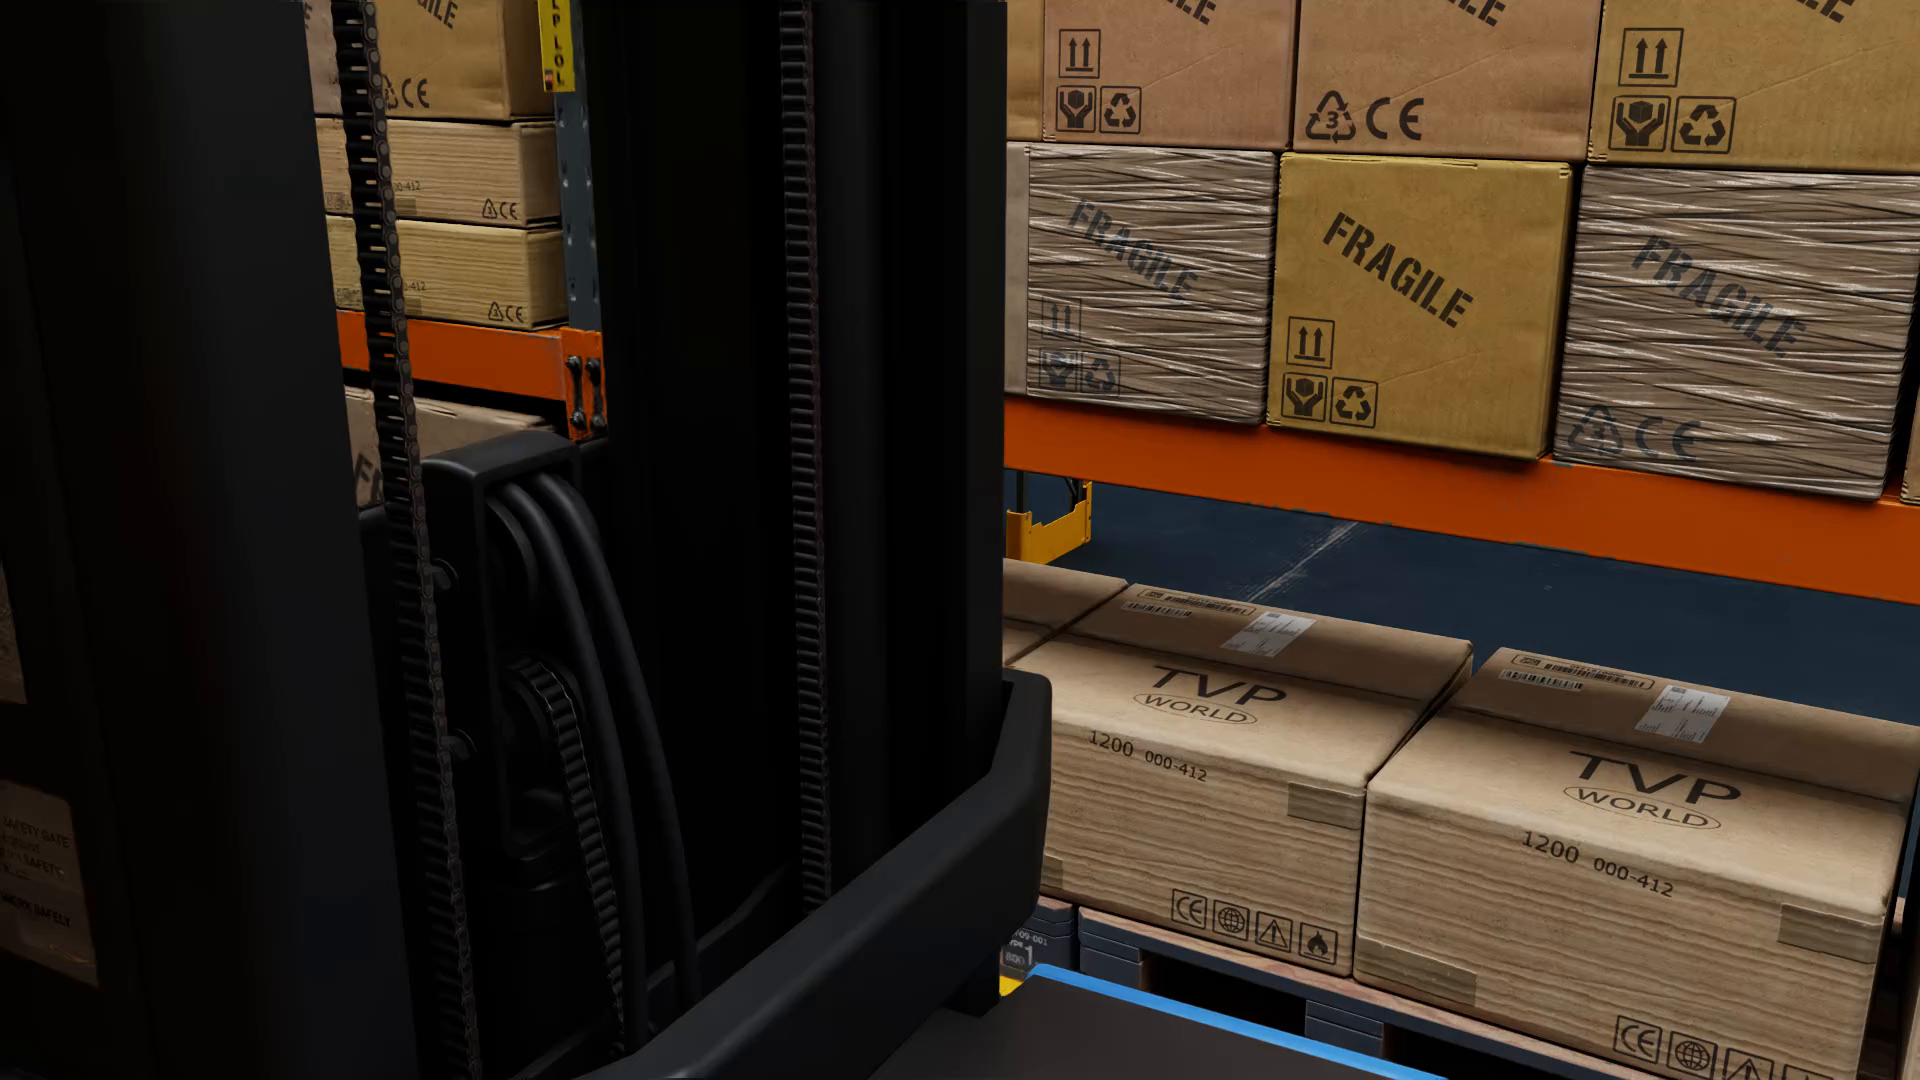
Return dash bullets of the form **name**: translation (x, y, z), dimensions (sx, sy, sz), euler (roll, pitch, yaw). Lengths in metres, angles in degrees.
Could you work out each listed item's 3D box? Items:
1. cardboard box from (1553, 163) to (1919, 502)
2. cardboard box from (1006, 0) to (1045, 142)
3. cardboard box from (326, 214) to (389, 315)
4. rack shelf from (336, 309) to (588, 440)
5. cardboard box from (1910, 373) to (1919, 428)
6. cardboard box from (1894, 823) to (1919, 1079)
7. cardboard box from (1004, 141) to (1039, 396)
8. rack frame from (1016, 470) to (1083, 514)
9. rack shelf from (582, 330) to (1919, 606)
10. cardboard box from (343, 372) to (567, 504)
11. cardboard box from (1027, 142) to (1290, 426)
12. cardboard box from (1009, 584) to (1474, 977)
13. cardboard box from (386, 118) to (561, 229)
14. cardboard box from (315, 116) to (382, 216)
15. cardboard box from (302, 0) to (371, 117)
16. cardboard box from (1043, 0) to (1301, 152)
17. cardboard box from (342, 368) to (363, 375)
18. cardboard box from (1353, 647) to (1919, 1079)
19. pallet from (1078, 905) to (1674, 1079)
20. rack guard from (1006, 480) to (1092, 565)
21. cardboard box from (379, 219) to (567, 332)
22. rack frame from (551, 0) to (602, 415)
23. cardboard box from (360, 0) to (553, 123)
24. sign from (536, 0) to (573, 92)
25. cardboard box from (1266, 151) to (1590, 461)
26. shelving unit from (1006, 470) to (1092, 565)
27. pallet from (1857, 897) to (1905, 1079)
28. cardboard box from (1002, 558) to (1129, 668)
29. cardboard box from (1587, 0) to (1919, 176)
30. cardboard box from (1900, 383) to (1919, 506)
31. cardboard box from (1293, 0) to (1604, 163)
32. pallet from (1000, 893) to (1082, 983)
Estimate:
- **cardboard box**: translation (1.361, -0.396, 2.853), dimensions (0.500, 0.500, 0.500), euler (11, 20, 32)
- **cardboard box**: translation (0.072, -1.109, 3.477), dimensions (0.500, 0.500, 0.500), euler (10, 19, 29)
- **cardboard box**: translation (-1.582, -0.805, 4.628), dimensions (0.500, 0.250, 0.500), euler (10, 19, 29)
- **rack shelf**: translation (-2.339, -0.753, 5.437), dimensions (4.000, 0.370, 1.077), euler (10, 20, 30)
- **cardboard box**: translation (1.646, -0.528, 3.288), dimensions (0.500, 0.500, 0.500), euler (10, 20, 30)
- **cardboard box**: translation (2.159, 0.765, 2.889), dimensions (0.875, 0.438, 0.875), euler (9, 19, 28)
- **cardboard box**: translation (0.055, -0.627, 3.613), dimensions (0.500, 0.500, 0.500), euler (10, 20, 30)
- **rack frame**: translation (0.360, -0.653, 6.451), dimensions (0.032, 1.500, 0.500), euler (10, 20, 30)
- **rack shelf**: translation (1.070, -0.145, 3.434), dimensions (4.000, 0.370, 1.077), euler (10, 20, 30)
- **cardboard box**: translation (-1.205, -0.052, 4.824), dimensions (0.875, 0.875, 0.875), euler (11, 20, 32)
- **cardboard box**: translation (0.476, -0.550, 3.359), dimensions (0.500, 0.500, 0.500), euler (10, 20, 30)
- **cardboard box**: translation (0.608, 0.490, 3.793), dimensions (0.875, 0.438, 0.875), euler (9, 19, 28)
- **cardboard box**: translation (-1.137, -0.967, 4.303), dimensions (0.500, 0.250, 0.500), euler (10, 20, 30)
- **cardboard box**: translation (-1.567, -1.042, 4.547), dimensions (0.500, 0.250, 0.500), euler (11, 20, 31)
- **cardboard box**: translation (-1.591, -1.402, 4.443), dimensions (0.500, 0.500, 0.500), euler (11, 20, 31)
- **cardboard box**: translation (0.502, -1.028, 3.212), dimensions (0.500, 0.500, 0.500), euler (11, 20, 31)
- **cardboard box**: translation (-1.978, -0.187, 5.270), dimensions (0.875, 0.875, 0.875), euler (11, 20, 32)
- **cardboard box**: translation (1.375, 0.628, 3.340), dimensions (0.875, 0.438, 0.875), euler (11, 20, 32)
- **pallet**: translation (1.016, 0.862, 3.682), dimensions (1.213, 0.211, 1.003), euler (10, 20, 30)
- **rack guard**: translation (0.359, -0.055, 6.634), dimensions (0.087, 0.250, 0.587), euler (10, 20, 30)
- **cardboard box**: translation (-1.149, -0.727, 4.372), dimensions (0.500, 0.250, 0.500), euler (10, 19, 29)
- **rack frame**: translation (-0.634, -0.793, 4.331), dimensions (0.127, 3.000, 1.000), euler (10, 20, 30)
- **cardboard box**: translation (-1.146, -1.325, 4.190), dimensions (0.500, 0.500, 0.500), euler (11, 20, 32)
- **sign**: translation (-0.910, -1.173, 3.727), dimensions (0.005, 0.325, 0.100), euler (10, 20, 30)
- **cardboard box**: translation (0.915, -0.472, 3.101), dimensions (0.500, 0.500, 0.500), euler (11, 20, 32)
- **shelving unit**: translation (-0.065, -0.729, 6.701), dimensions (1.083, 1.500, 0.587), euler (10, 20, 30)
- **pallet**: translation (2.052, 1.047, 3.070), dimensions (1.213, 0.211, 1.003), euler (10, 20, 30)
- **cardboard box**: translation (-0.156, 0.354, 4.241), dimensions (0.875, 0.438, 0.875), euler (10, 19, 29)
- **cardboard box**: translation (1.358, -0.874, 2.704), dimensions (0.500, 0.500, 0.500), euler (10, 20, 30)
- **cardboard box**: translation (1.805, -0.320, 2.603), dimensions (0.500, 0.500, 0.500), euler (10, 19, 29)
- **cardboard box**: translation (0.931, -0.951, 2.957), dimensions (0.500, 0.500, 0.500), euler (10, 20, 30)
- **pallet**: translation (-0.027, 0.676, 4.292), dimensions (1.213, 0.211, 1.003), euler (10, 20, 30)
